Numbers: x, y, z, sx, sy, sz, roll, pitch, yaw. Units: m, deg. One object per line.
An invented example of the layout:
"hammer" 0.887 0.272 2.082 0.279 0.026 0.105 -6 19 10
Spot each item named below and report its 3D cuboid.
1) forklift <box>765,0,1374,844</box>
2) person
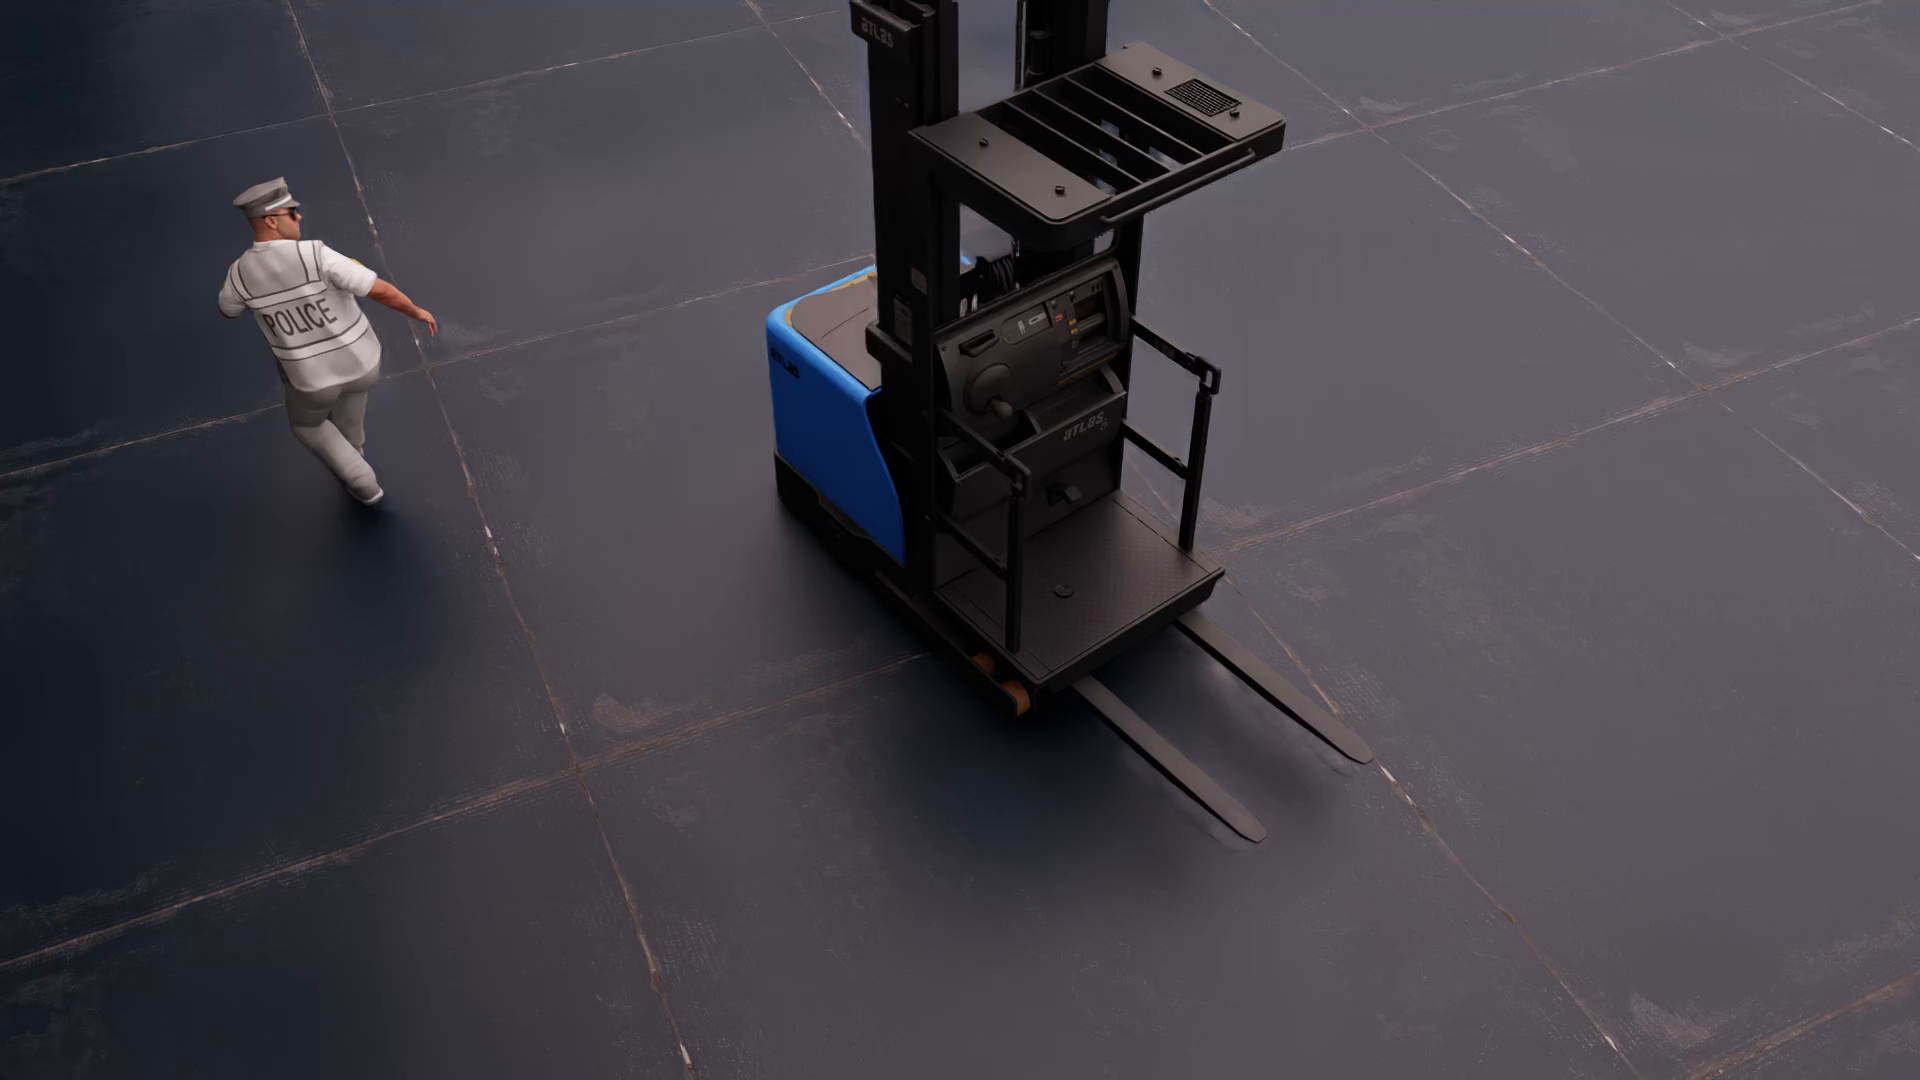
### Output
"forklift" 0.433 -0.711 6.442 1.130 2.935 3.031 -29 50 -27
"person" -2.885 -0.953 7.666 0.887 1.637 0.855 -17 46 -18
